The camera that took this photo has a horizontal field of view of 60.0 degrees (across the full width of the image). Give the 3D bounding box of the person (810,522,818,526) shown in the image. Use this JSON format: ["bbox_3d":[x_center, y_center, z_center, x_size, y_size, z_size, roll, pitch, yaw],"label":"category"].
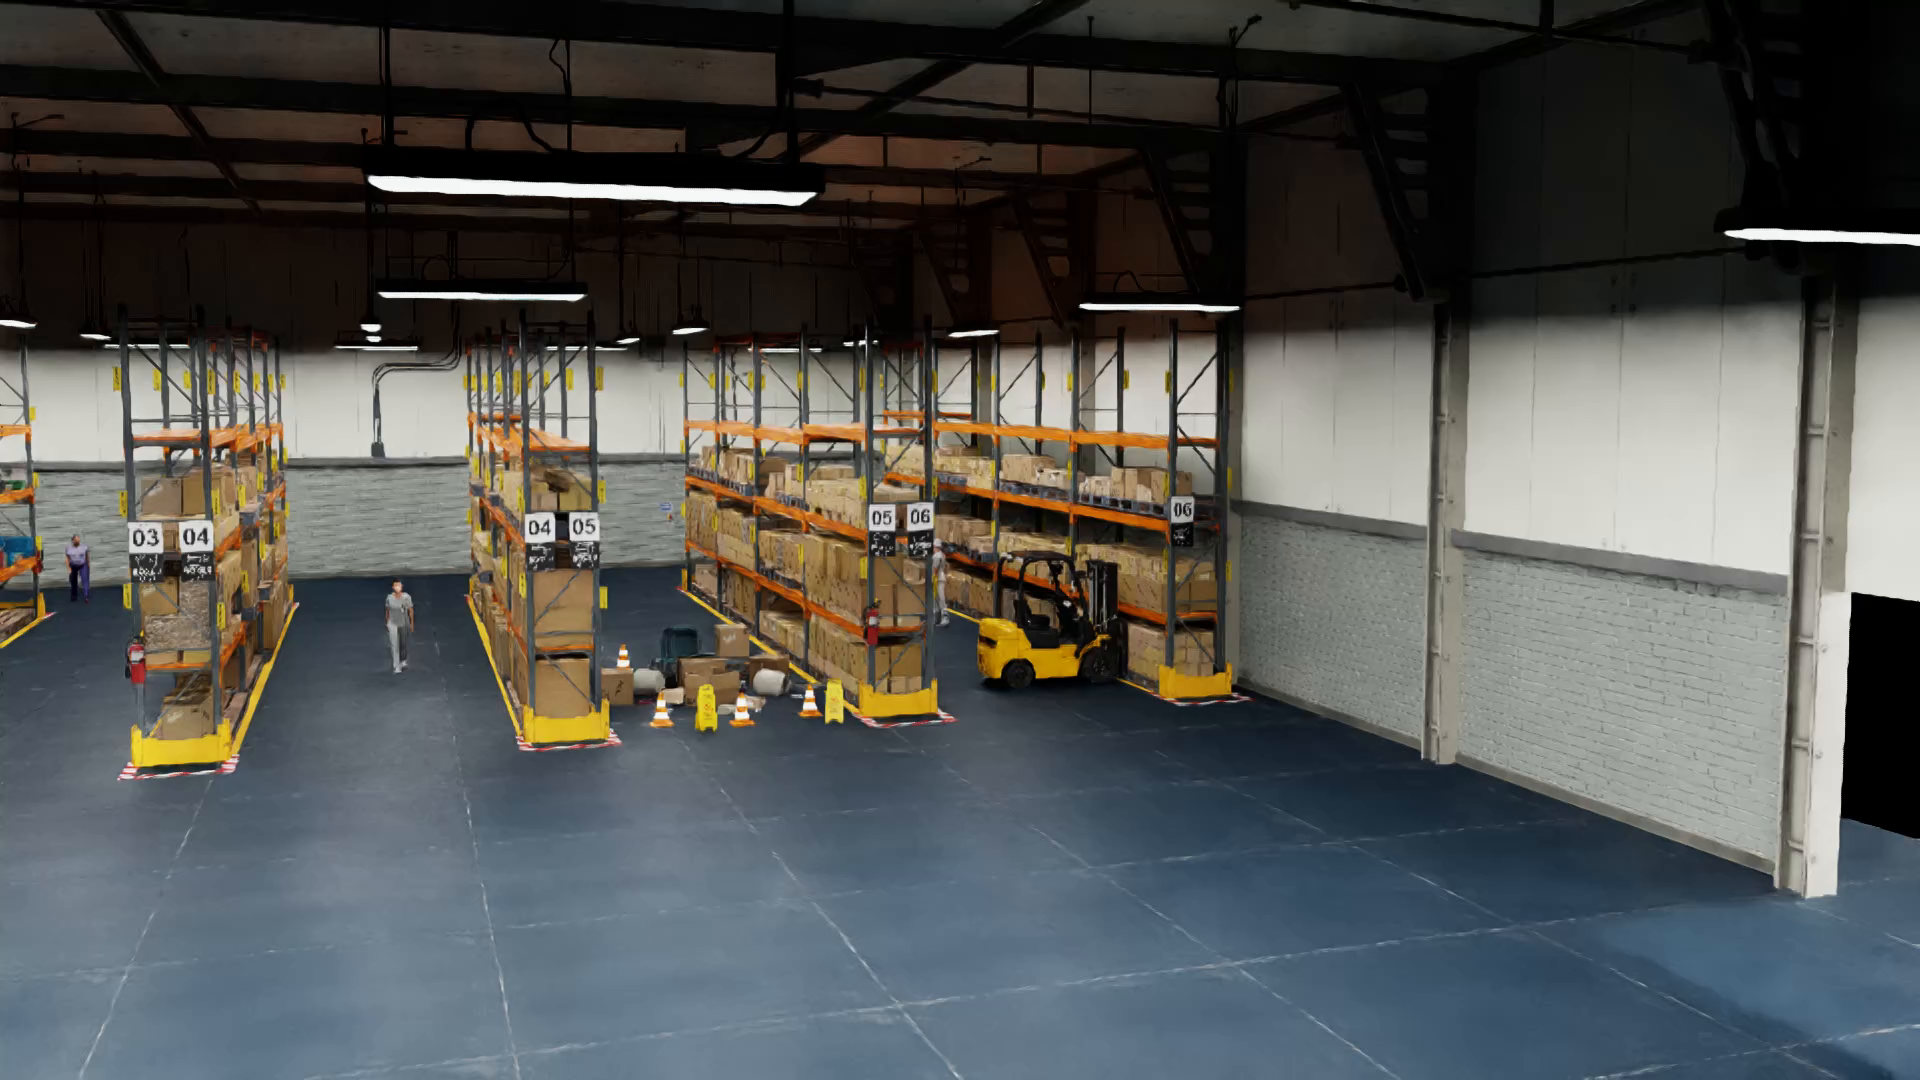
[{"bbox_3d":[-3.932,-0.027,43.852,0.560,1.765,0.589,3,6,29],"label":"person"}]

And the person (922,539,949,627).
[{"bbox_3d":[-0.509,0.865,34.116,0.576,1.786,0.658,0,5,3],"label":"person"}]

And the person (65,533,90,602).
[{"bbox_3d":[-20.054,0.622,37.799,0.505,1.564,1.063,-3,6,-28],"label":"person"}]

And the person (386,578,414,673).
[{"bbox_3d":[-9.707,1.461,28.838,0.455,1.612,1.019,-2,6,-20],"label":"person"}]
